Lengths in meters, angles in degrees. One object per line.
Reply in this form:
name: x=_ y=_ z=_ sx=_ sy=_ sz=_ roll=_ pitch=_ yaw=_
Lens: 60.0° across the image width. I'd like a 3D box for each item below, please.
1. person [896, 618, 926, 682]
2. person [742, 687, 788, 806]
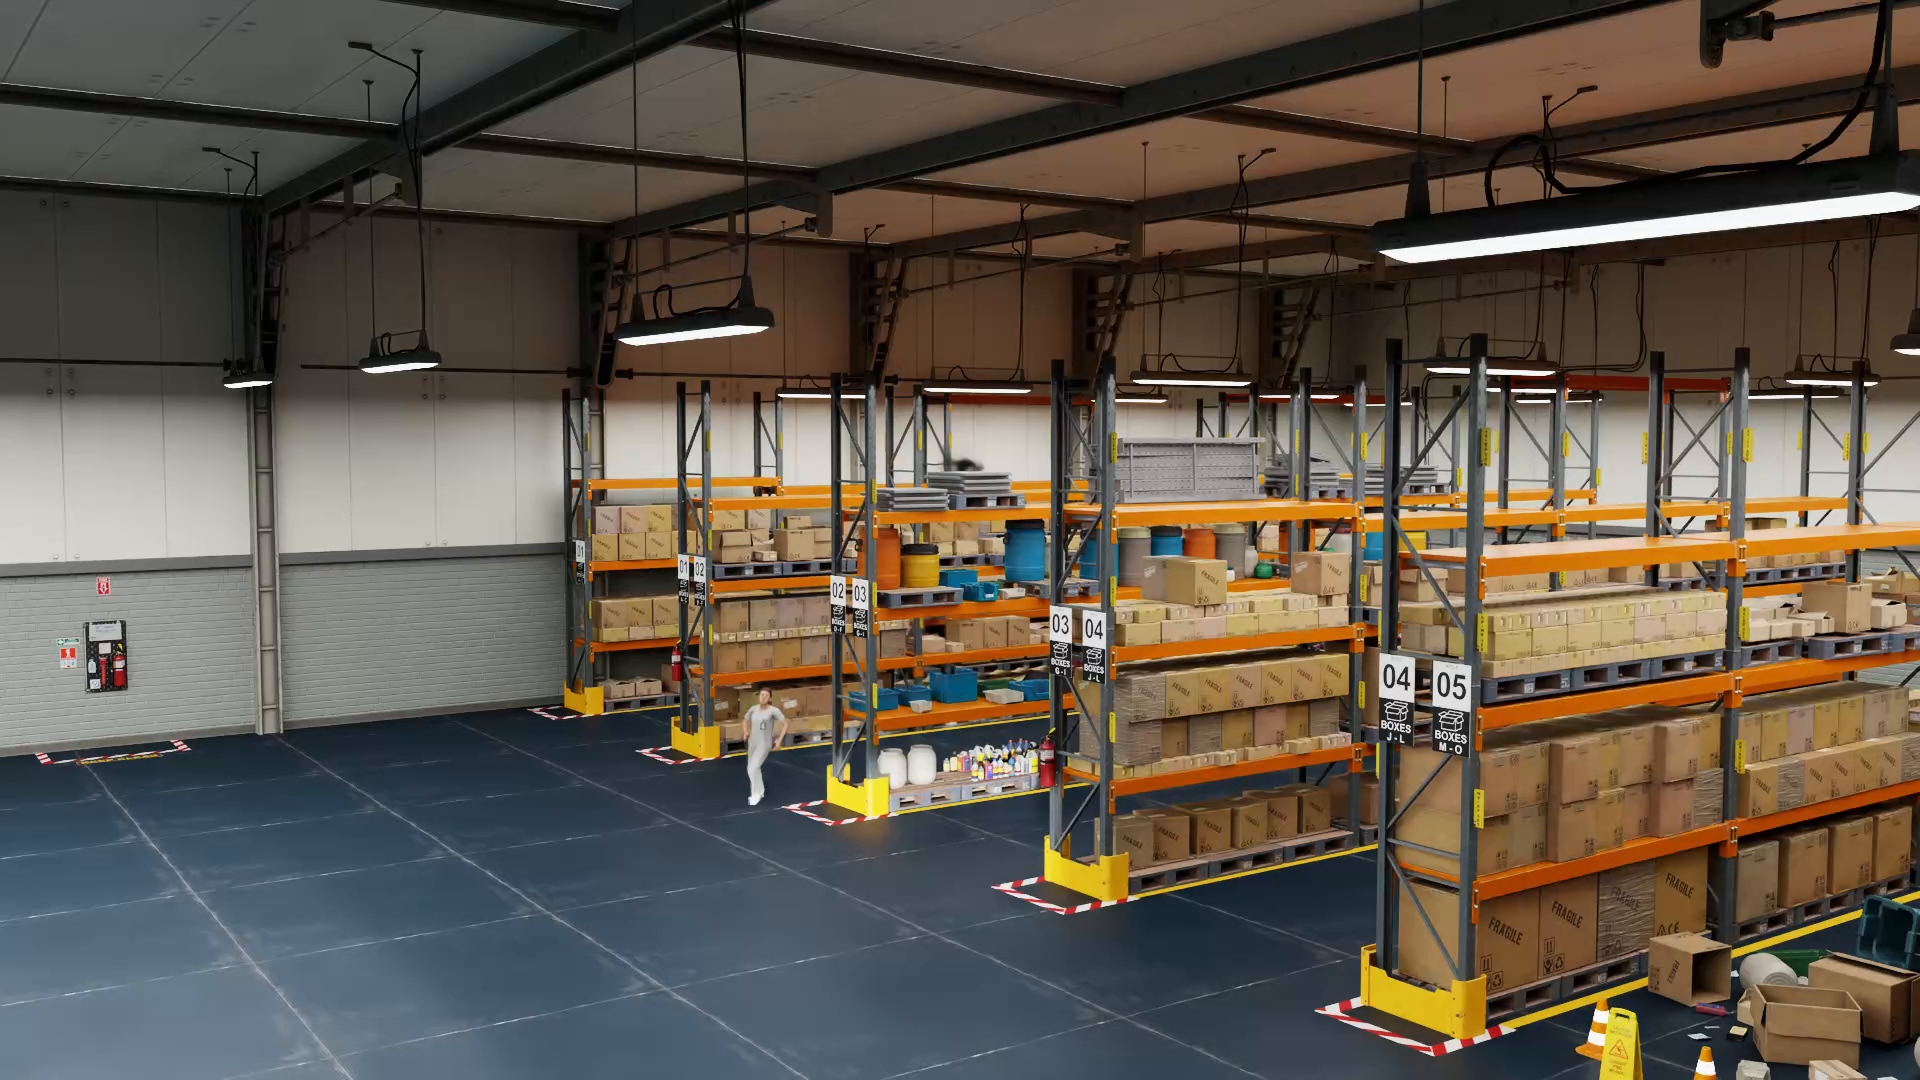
person: x=-0.933 y=2.247 z=31.929 sx=0.715 sy=1.727 sz=0.826 roll=4 pitch=5 yaw=45
person: x=-2.748 y=2.860 z=23.077 sx=0.632 sy=1.651 sz=0.606 roll=2 pitch=4 yaw=24
